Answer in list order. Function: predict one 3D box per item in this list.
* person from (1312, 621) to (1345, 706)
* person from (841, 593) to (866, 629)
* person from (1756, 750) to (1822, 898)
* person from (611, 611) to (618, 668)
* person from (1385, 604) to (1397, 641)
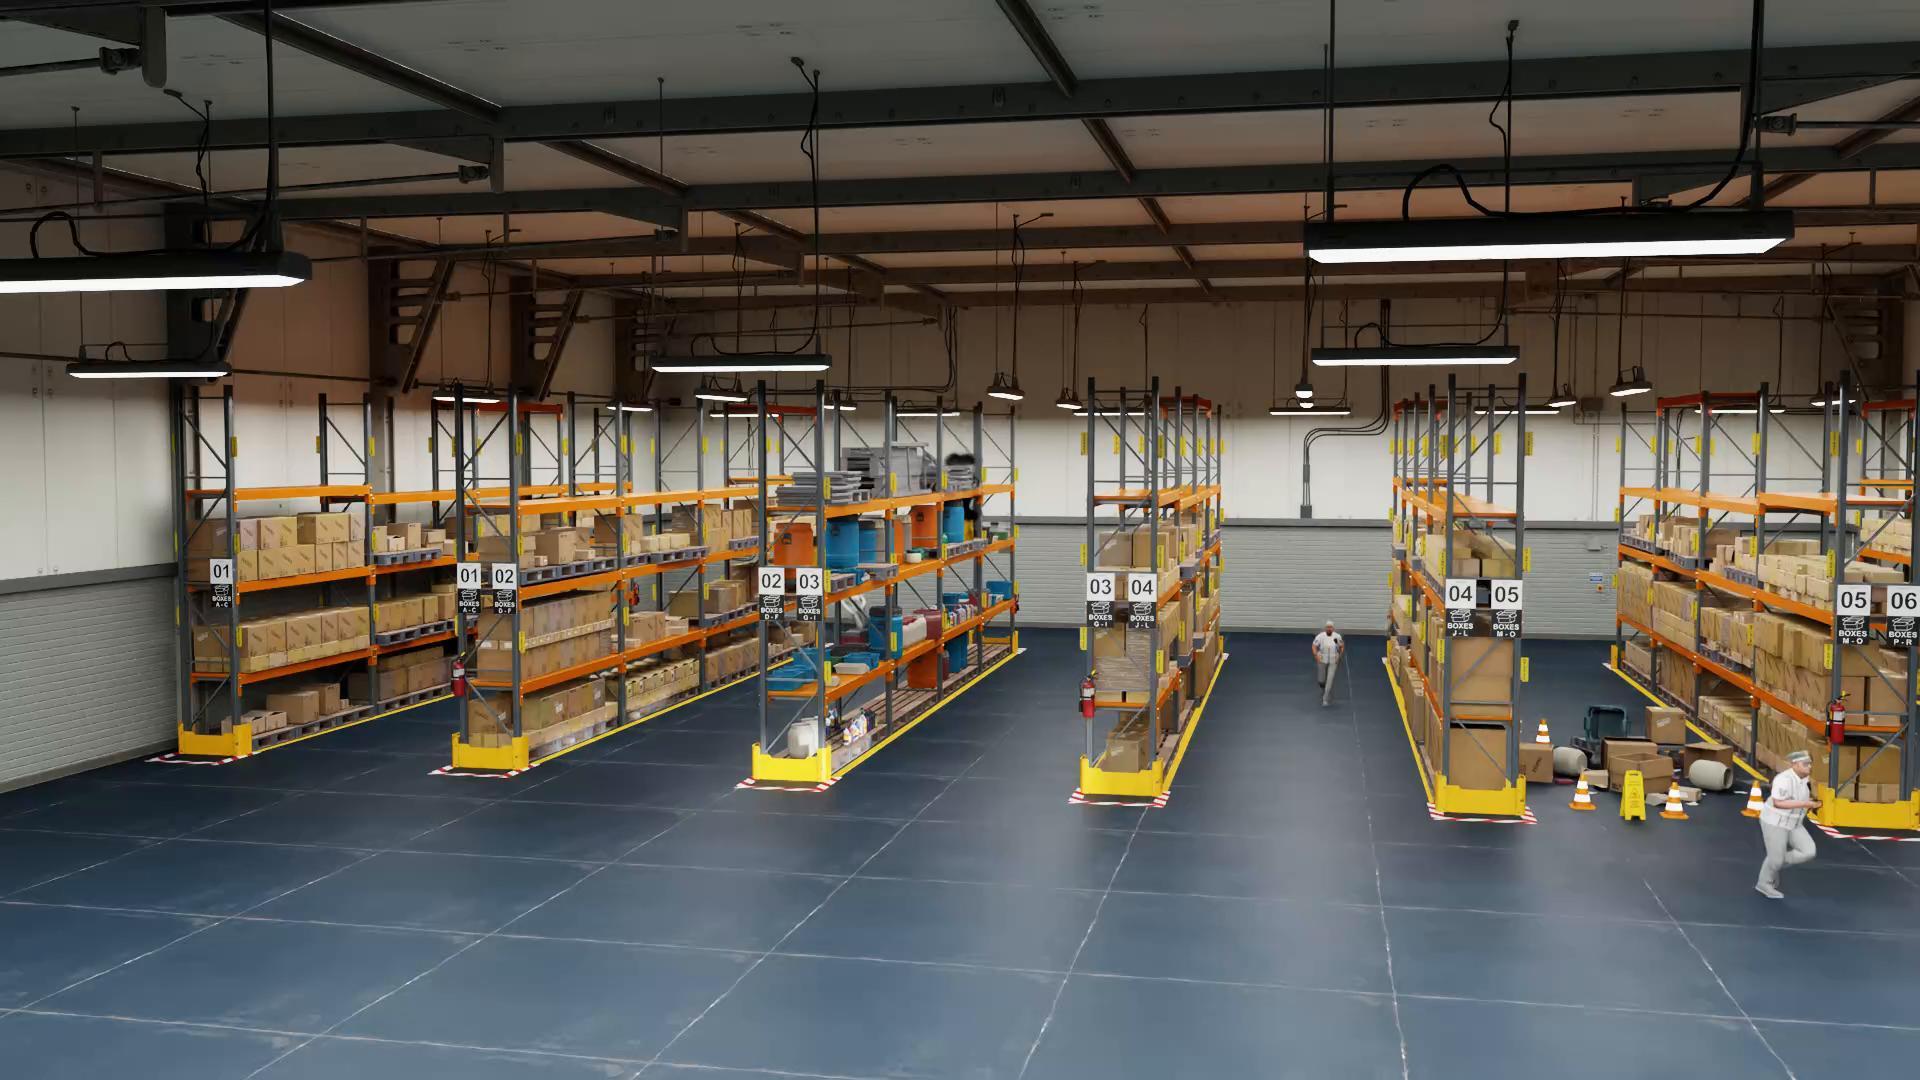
[{"bbox_3d":[7.189,2.388,32.445,0.627,1.640,0.649,1,3,10],"label":"person"},{"bbox_3d":[-2.691,1.833,42.288,0.644,1.637,0.795,-1,3,-24],"label":"person"},{"bbox_3d":[9.133,3.125,18.295,0.646,1.705,0.776,-2,4,-27],"label":"person"},{"bbox_3d":[-7.062,2.285,34.203,0.504,1.638,0.711,1,3,13],"label":"person"},{"bbox_3d":[10.477,1.952,39.661,0.615,1.677,0.653,-1,3,-16],"label":"person"}]
